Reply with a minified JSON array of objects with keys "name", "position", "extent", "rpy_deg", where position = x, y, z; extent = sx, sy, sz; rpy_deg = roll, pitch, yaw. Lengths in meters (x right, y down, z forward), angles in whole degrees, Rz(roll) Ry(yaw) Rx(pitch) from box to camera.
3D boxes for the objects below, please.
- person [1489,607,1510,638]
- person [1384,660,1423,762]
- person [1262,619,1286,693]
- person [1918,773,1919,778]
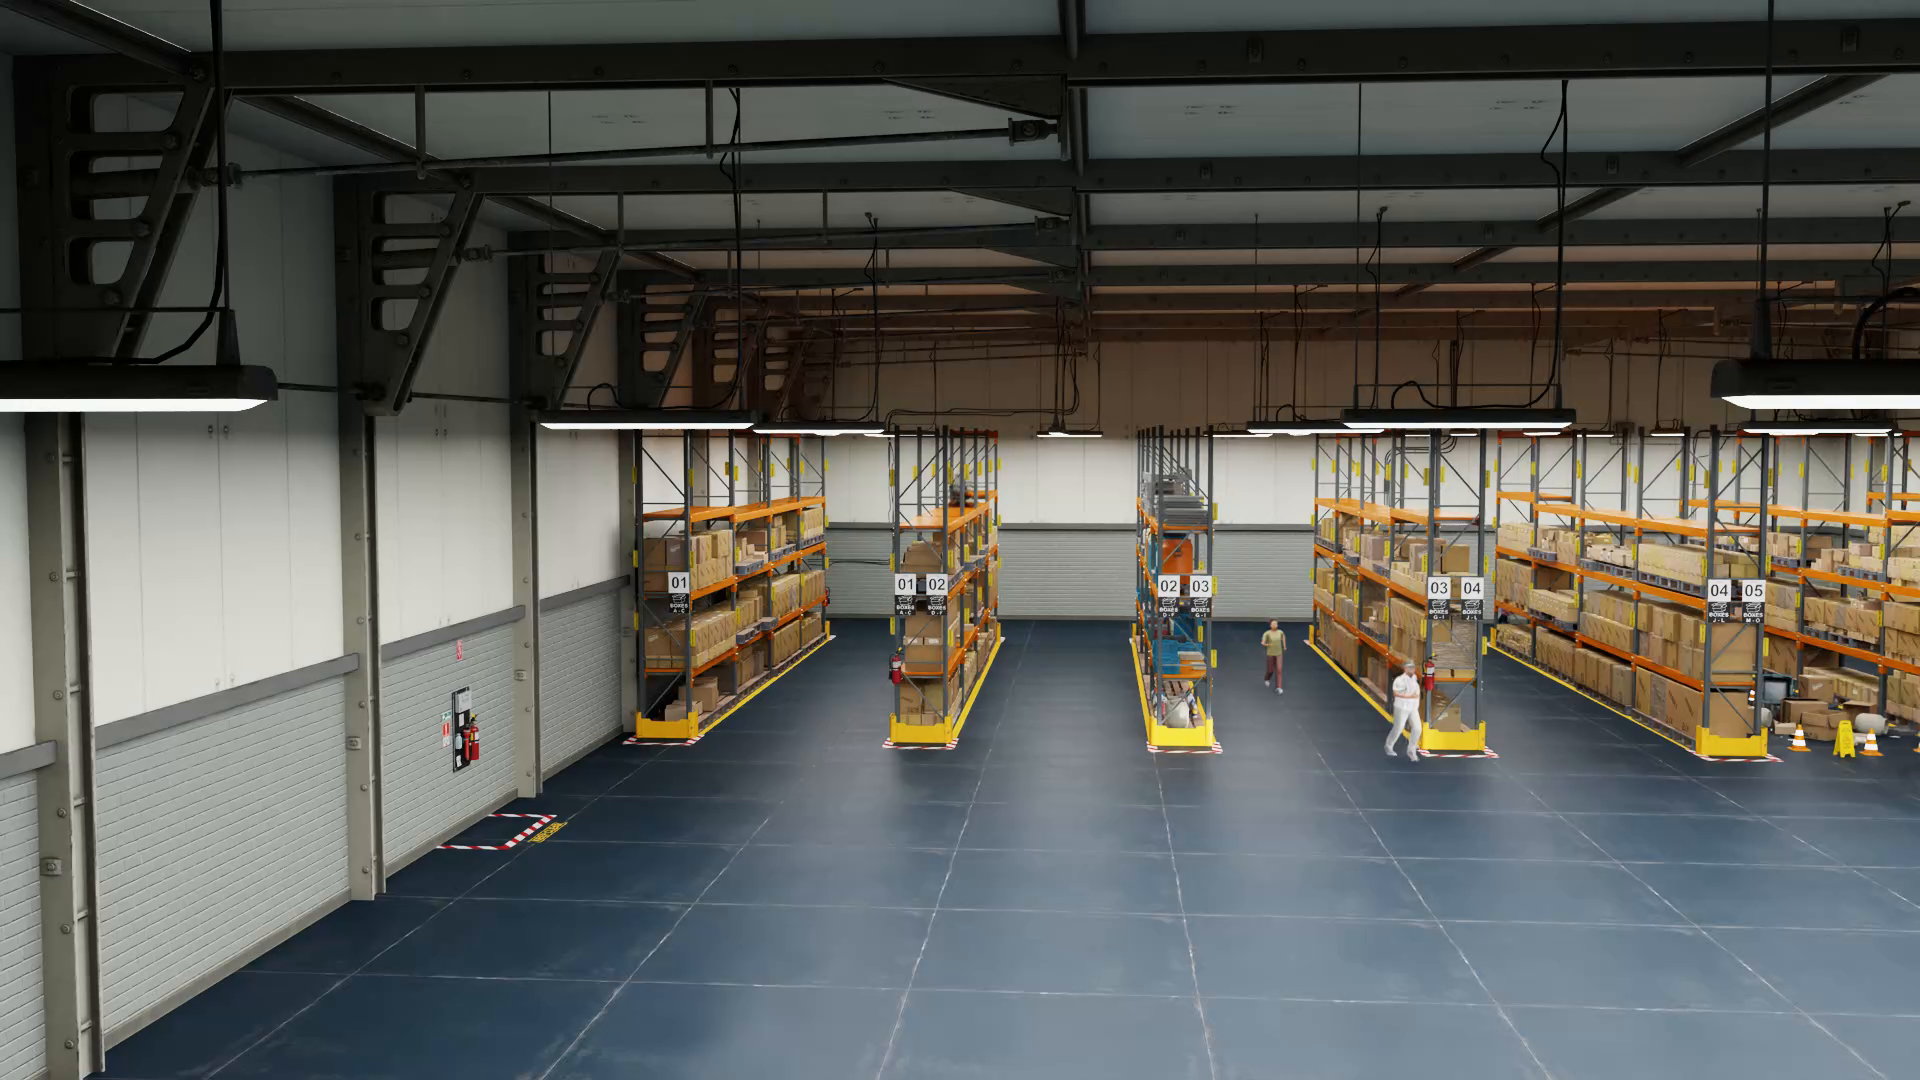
[{"name":"person","position":[15.572,2.086,47.537],"extent":[0.788,1.539,0.680],"rpy_deg":[1,4,14]},{"name":"person","position":[8.001,3.056,29.857],"extent":[0.673,1.857,0.780],"rpy_deg":[-2,4,-28]},{"name":"person","position":[7.133,2.603,37.696],"extent":[0.588,1.626,1.053],"rpy_deg":[0,3,-3]},{"name":"person","position":[15.683,3.265,26.522],"extent":[0.661,1.733,0.634],"rpy_deg":[-3,5,-41]}]
